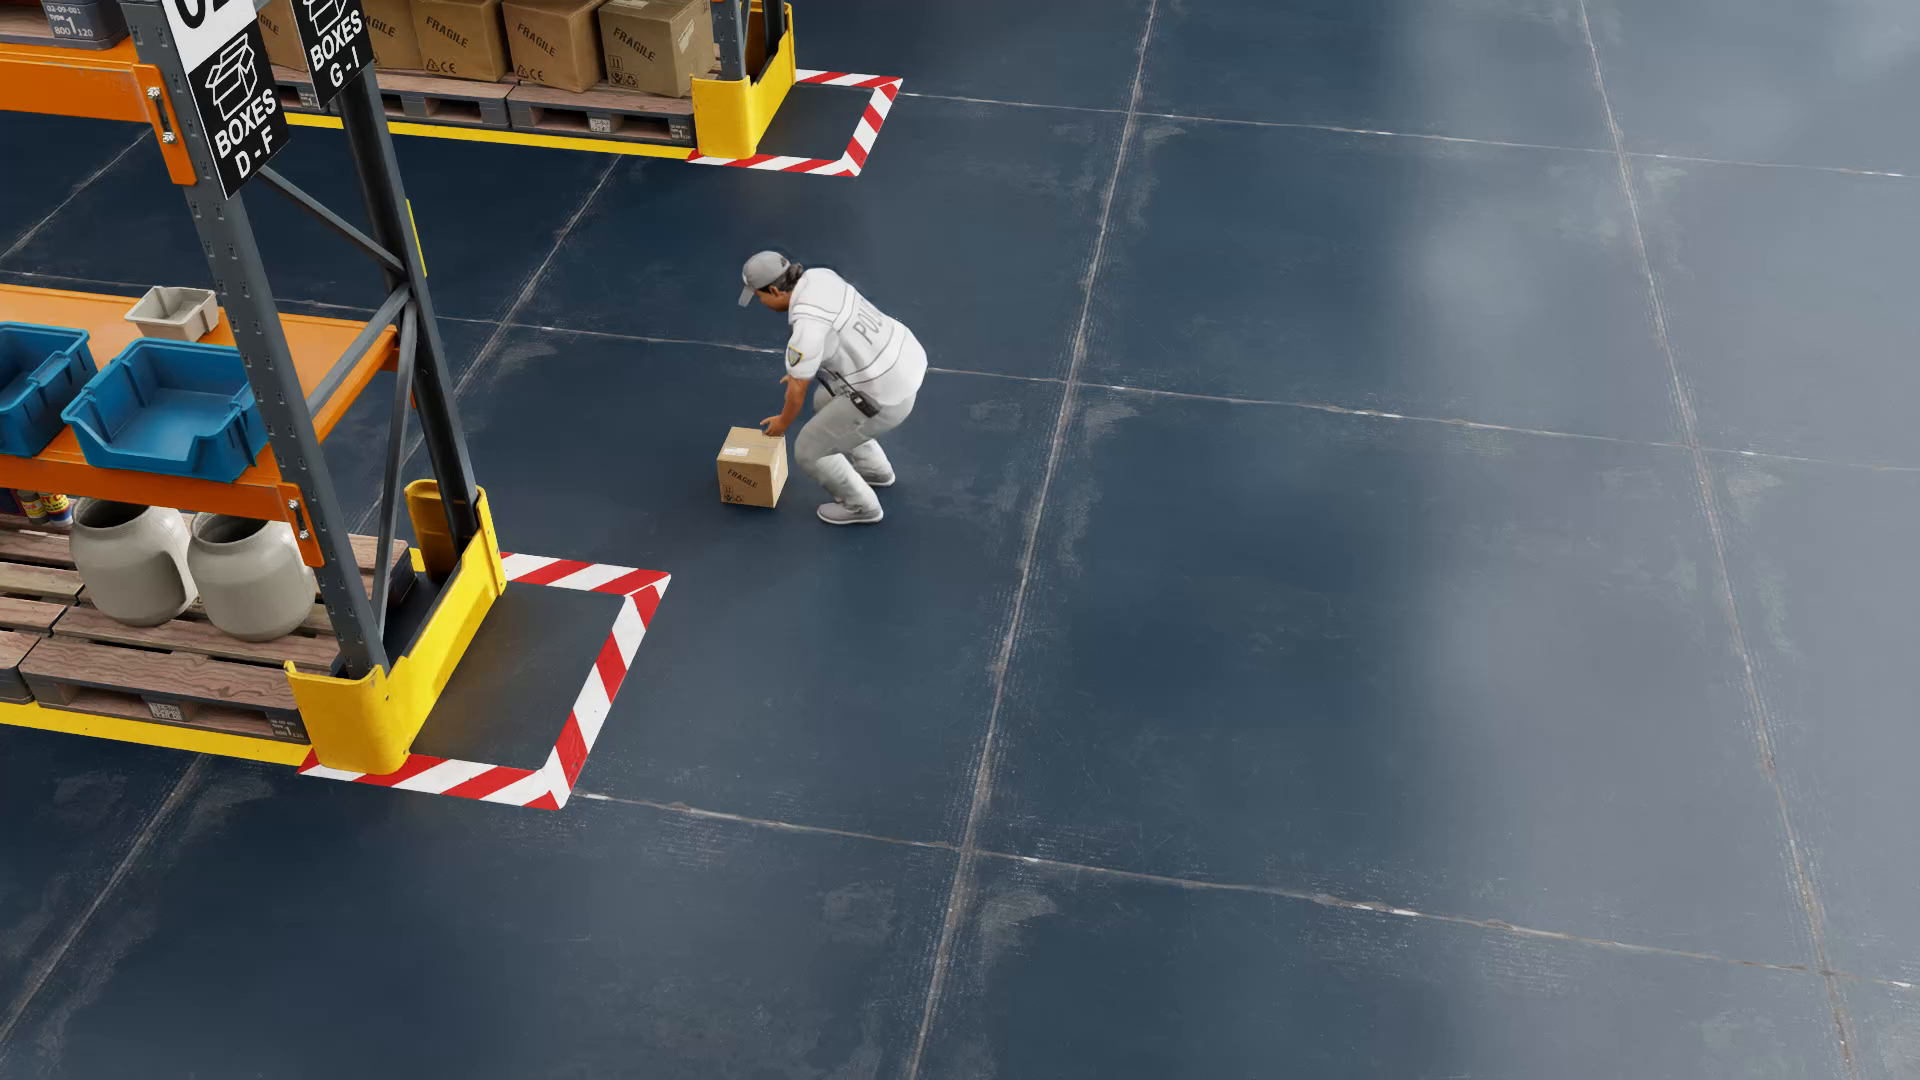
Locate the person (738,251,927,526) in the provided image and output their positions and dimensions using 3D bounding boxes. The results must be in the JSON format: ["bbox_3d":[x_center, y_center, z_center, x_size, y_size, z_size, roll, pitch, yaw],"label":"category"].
[{"bbox_3d":[-0.541,-0.659,7.210,0.774,1.294,0.539,7,41,8],"label":"person"}]
